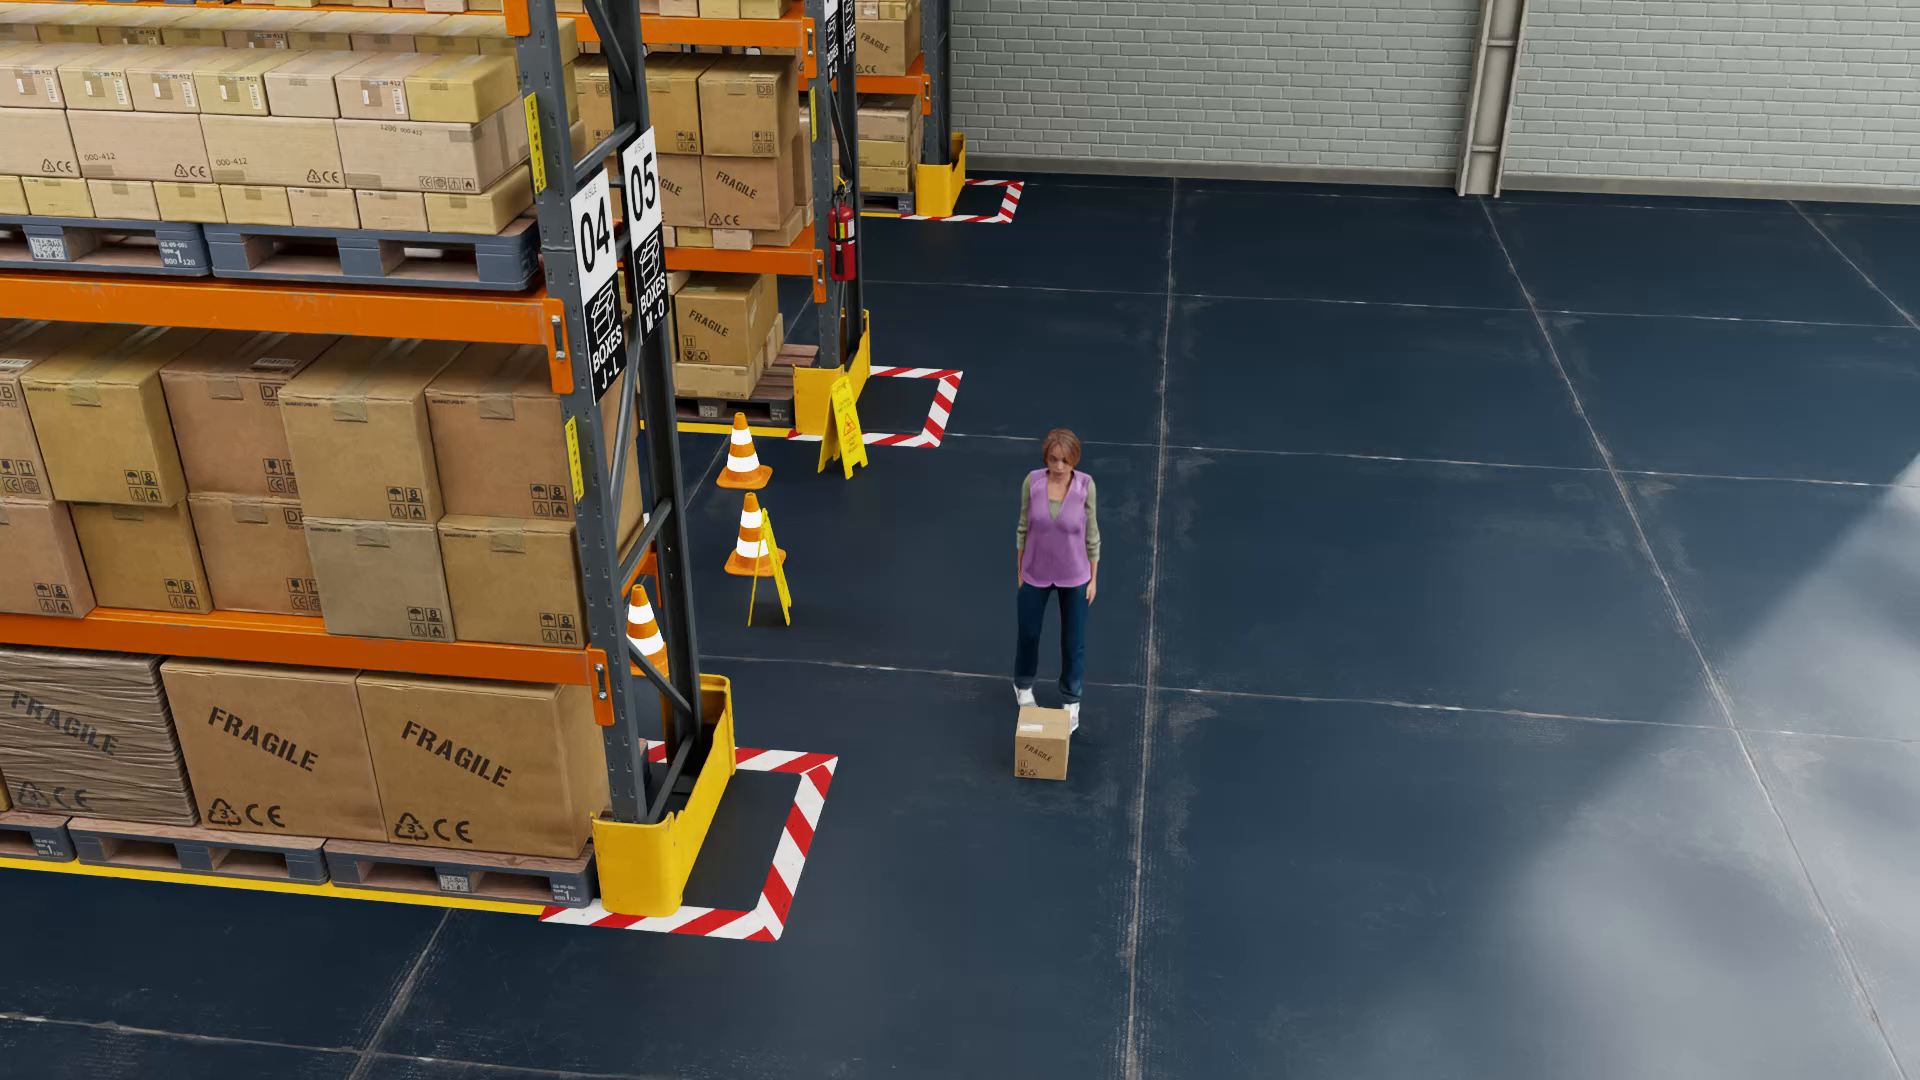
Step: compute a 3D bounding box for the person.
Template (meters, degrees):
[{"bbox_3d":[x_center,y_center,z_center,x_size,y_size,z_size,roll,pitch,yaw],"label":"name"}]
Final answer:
[{"bbox_3d":[0.482,0.247,8.351,0.428,1.306,0.339,4,29,7],"label":"person"}]
